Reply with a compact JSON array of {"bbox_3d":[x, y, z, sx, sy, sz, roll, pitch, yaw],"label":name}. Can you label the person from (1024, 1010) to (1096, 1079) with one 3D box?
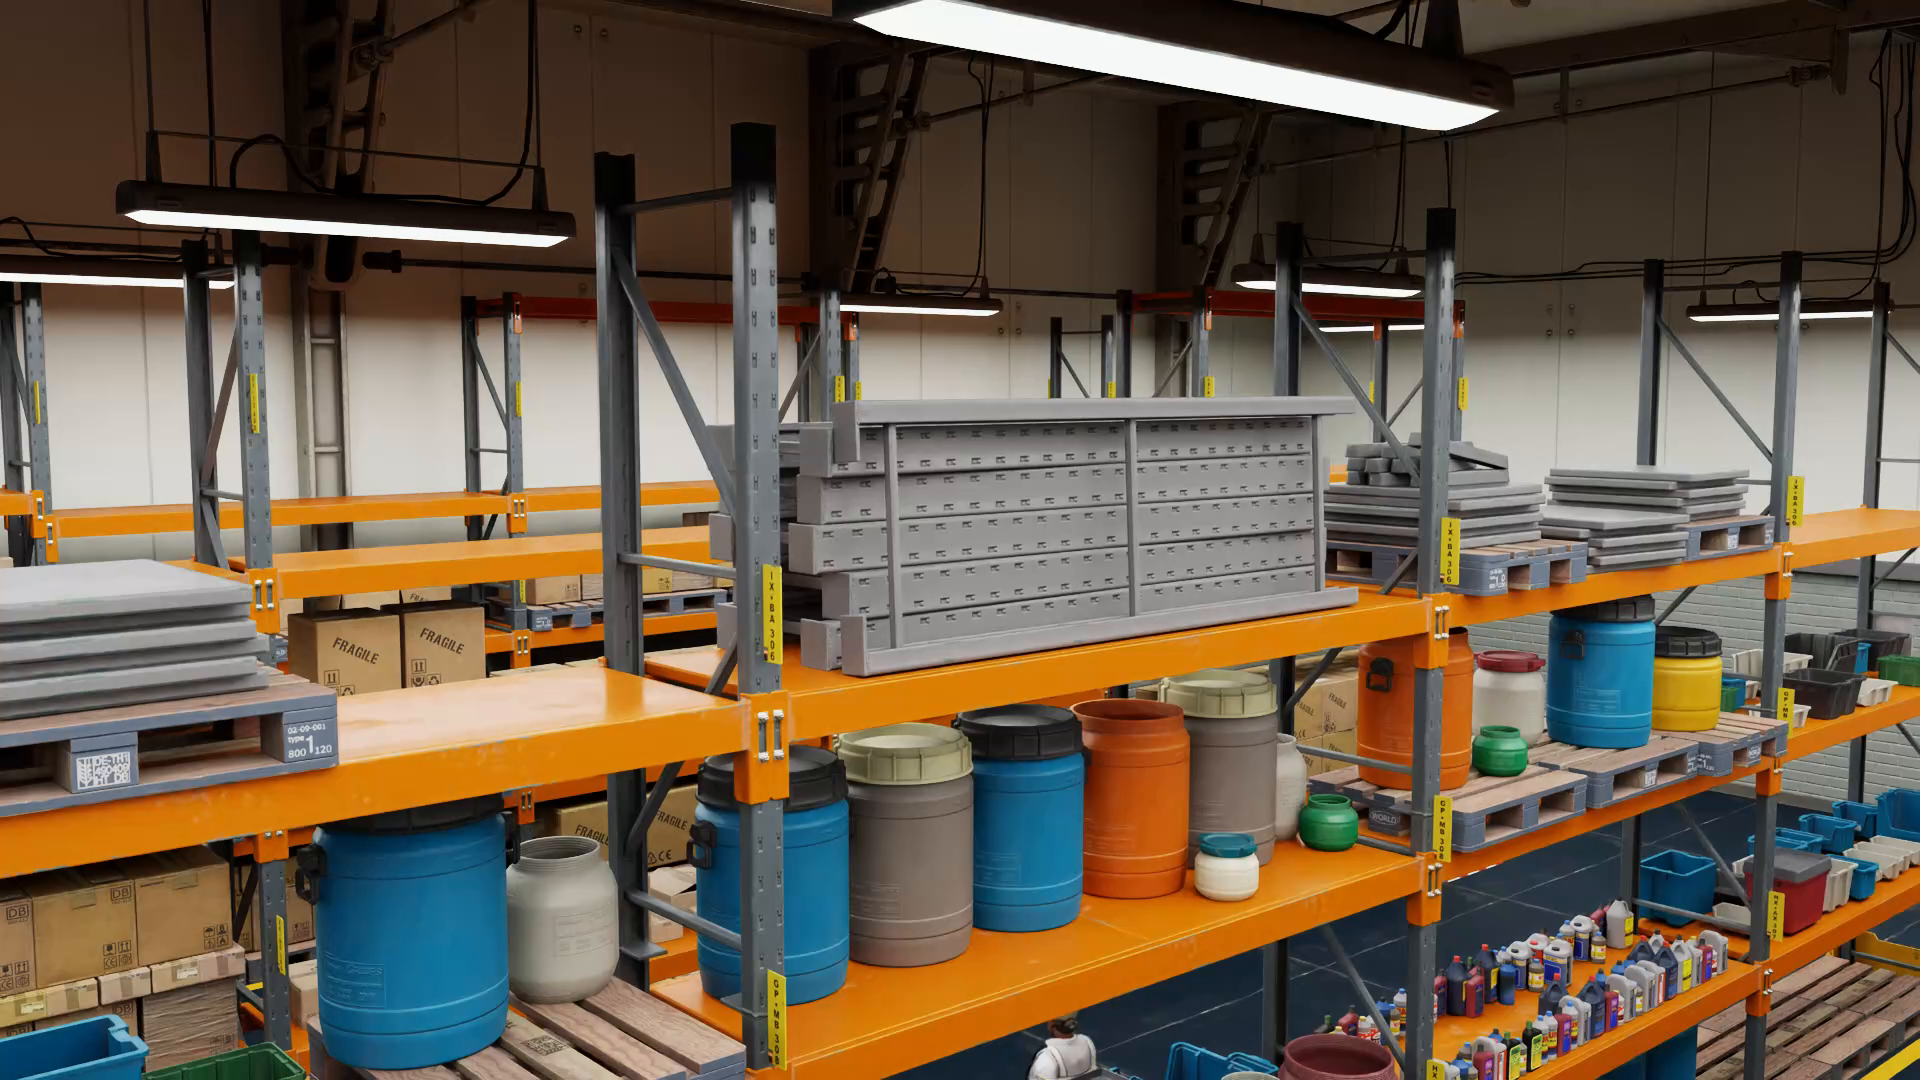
[{"bbox_3d":[0.563,3.428,9.615,0.416,1.662,0.503,4,6,34],"label":"person"}]
